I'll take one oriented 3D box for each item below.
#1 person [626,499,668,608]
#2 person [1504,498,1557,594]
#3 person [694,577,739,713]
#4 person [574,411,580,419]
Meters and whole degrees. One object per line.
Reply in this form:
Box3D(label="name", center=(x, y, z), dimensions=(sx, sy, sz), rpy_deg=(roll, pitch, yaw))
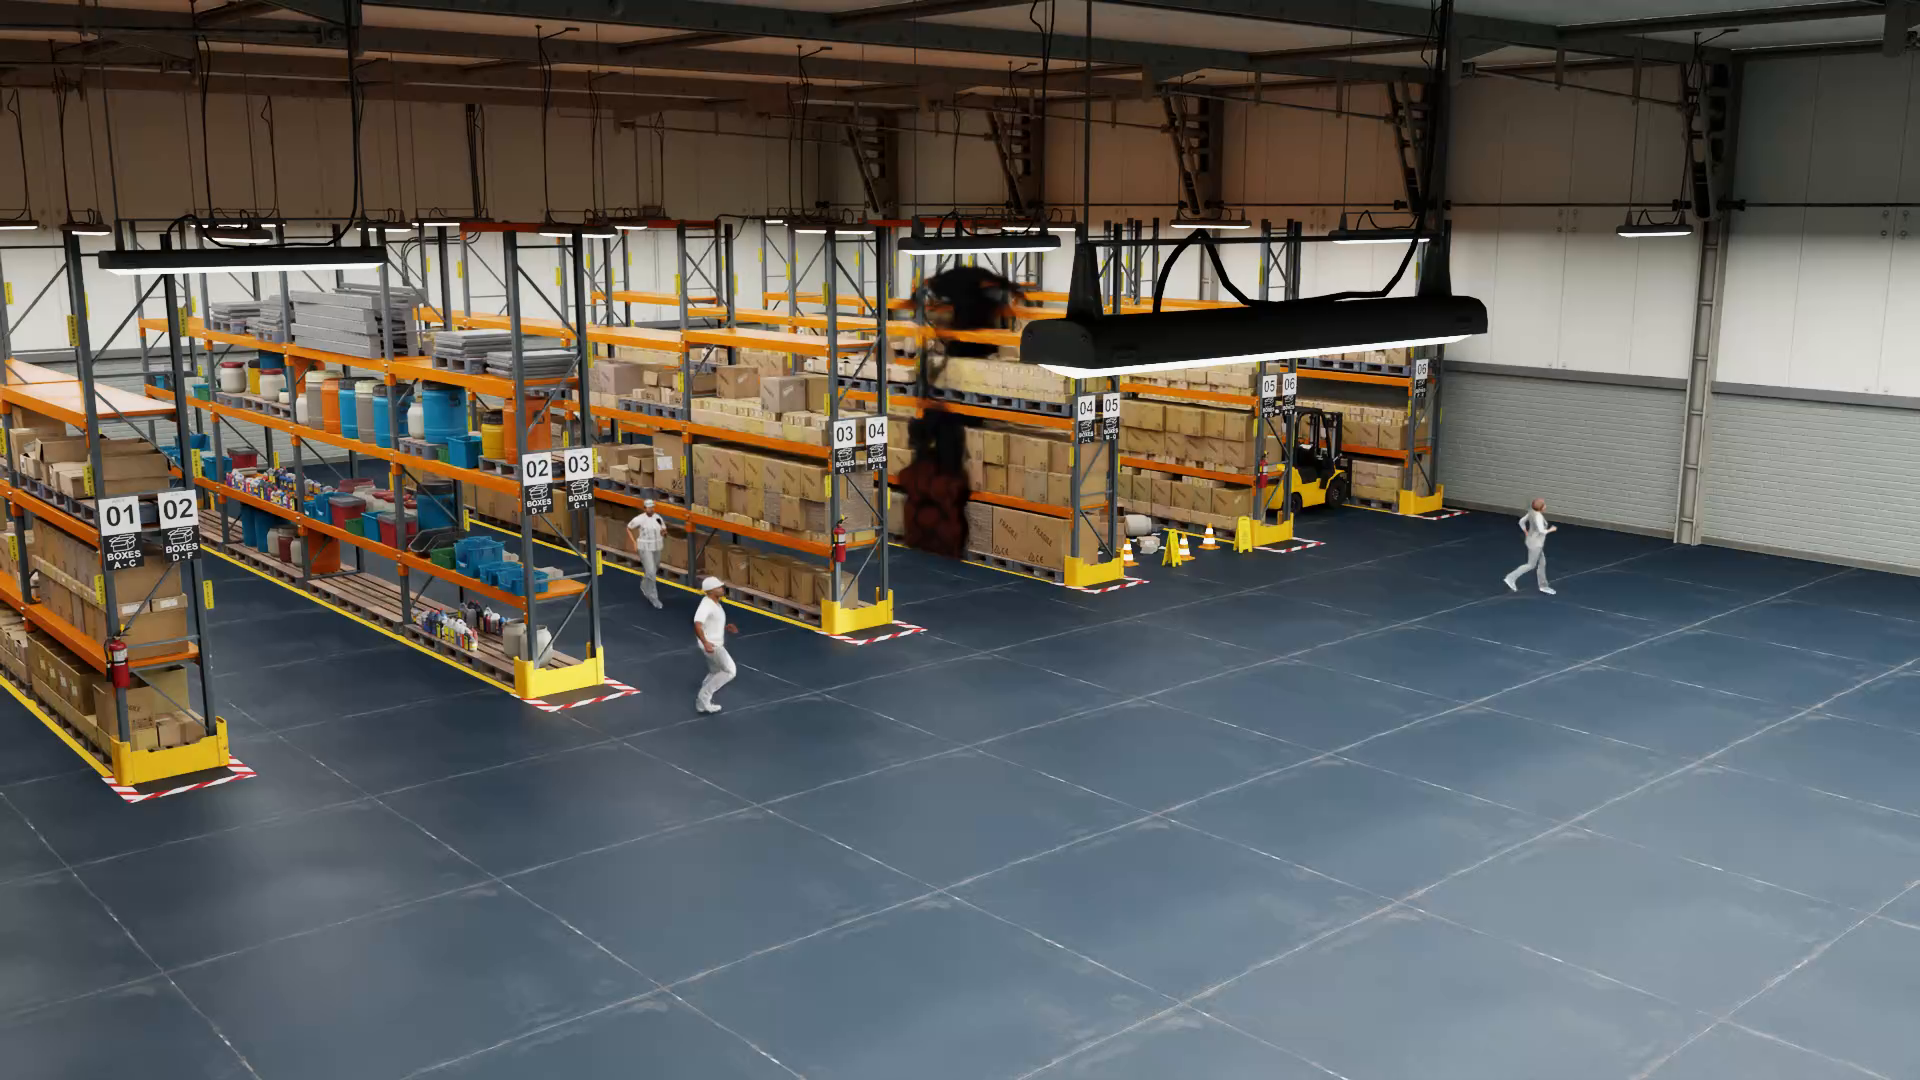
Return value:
Box3D(label="person", center=(-4.983, 0.184, 26.714), dimensions=(0.589, 1.706, 0.847), rpy_deg=(-11, 16, -43))
Box3D(label="person", center=(9.385, 0.099, 27.225), dimensions=(0.859, 1.597, 0.565), rpy_deg=(1, 11, 6))
Box3D(label="person", center=(-3.069, 1.311, 20.974), dimensions=(0.582, 1.727, 0.705), rpy_deg=(-2, 12, -11))
Box3D(label="person", center=(-9.309, -2.613, 40.724), dimensions=(0.850, 1.681, 0.570), rpy_deg=(-11, 16, -42))
